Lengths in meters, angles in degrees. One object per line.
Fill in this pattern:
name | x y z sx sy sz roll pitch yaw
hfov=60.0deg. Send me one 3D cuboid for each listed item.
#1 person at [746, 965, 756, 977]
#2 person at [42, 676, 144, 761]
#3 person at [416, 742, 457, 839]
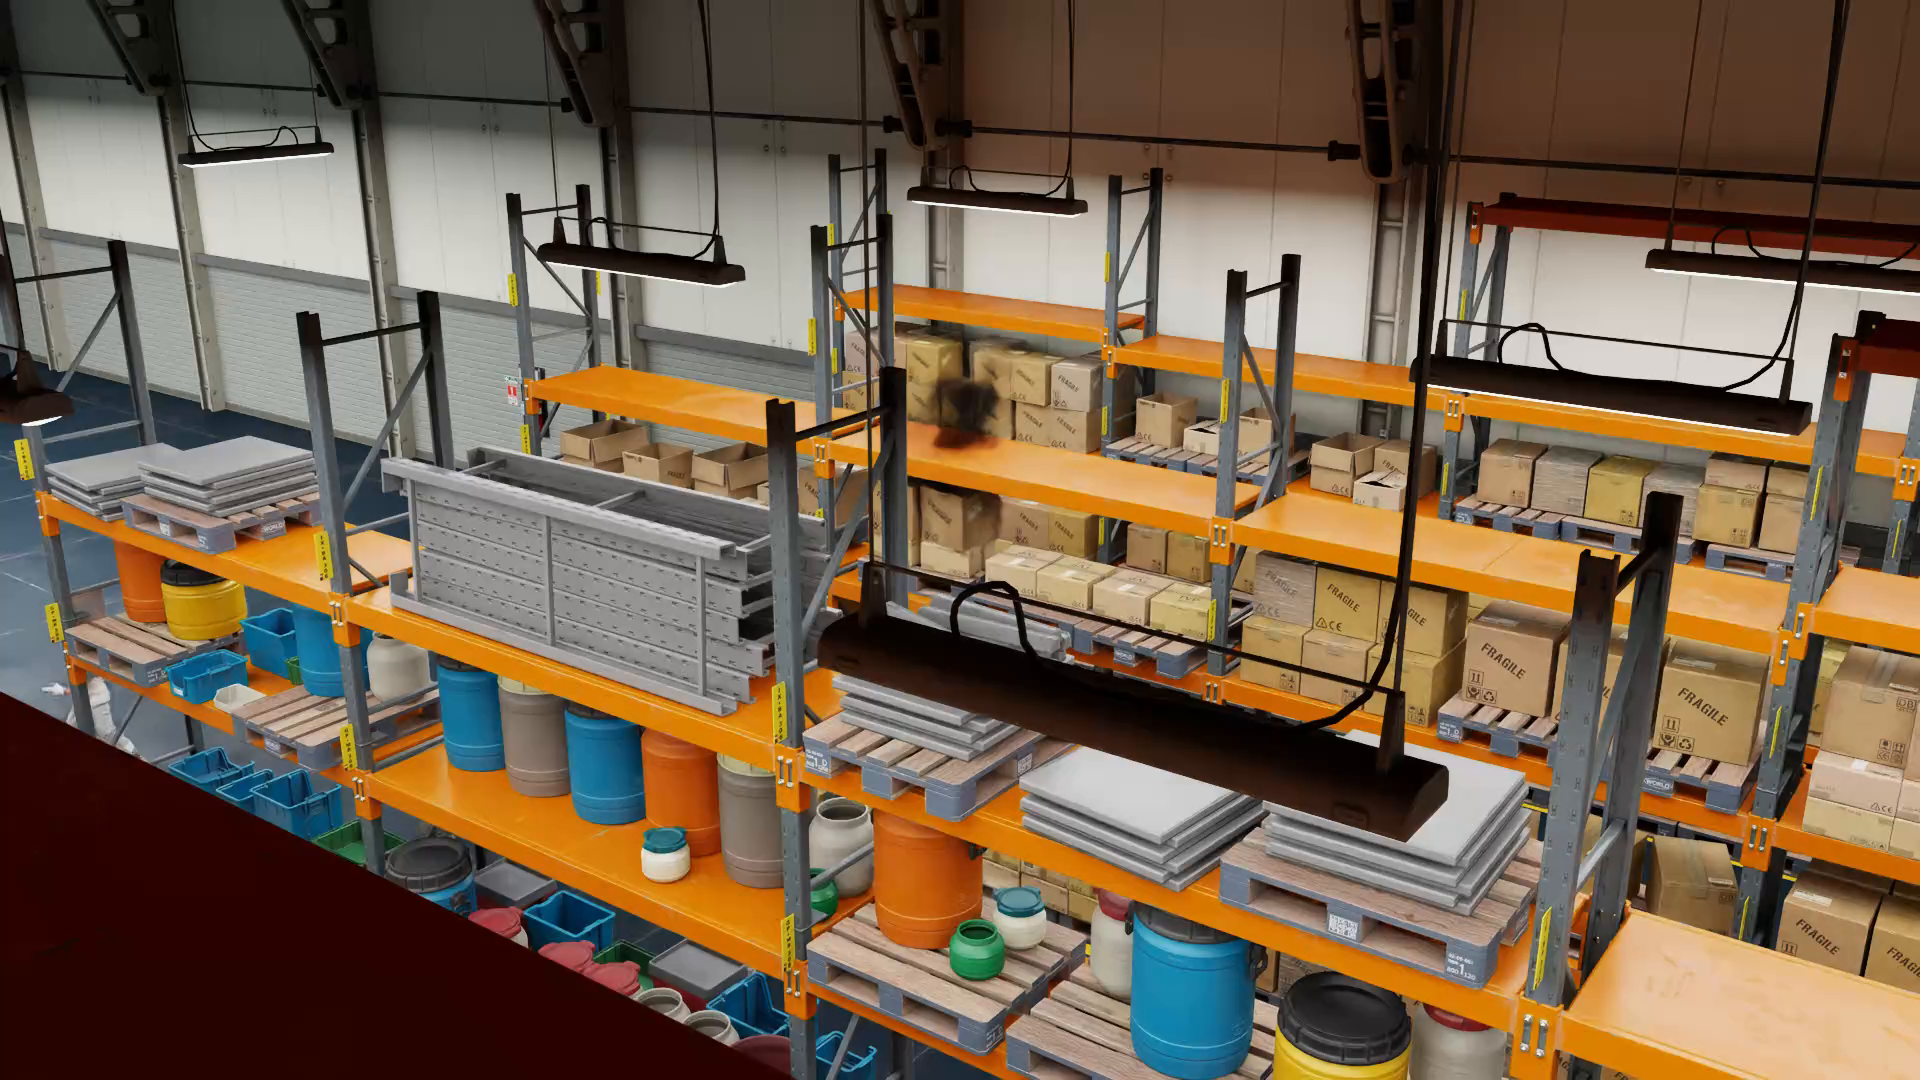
person | -2.010 2.912 13.679 0.683 1.716 0.616 11 21 29
person | -9.011 1.702 17.225 0.824 1.811 0.642 -12 22 -32
person | -4.718 2.382 15.157 0.609 1.729 0.707 13 22 34
